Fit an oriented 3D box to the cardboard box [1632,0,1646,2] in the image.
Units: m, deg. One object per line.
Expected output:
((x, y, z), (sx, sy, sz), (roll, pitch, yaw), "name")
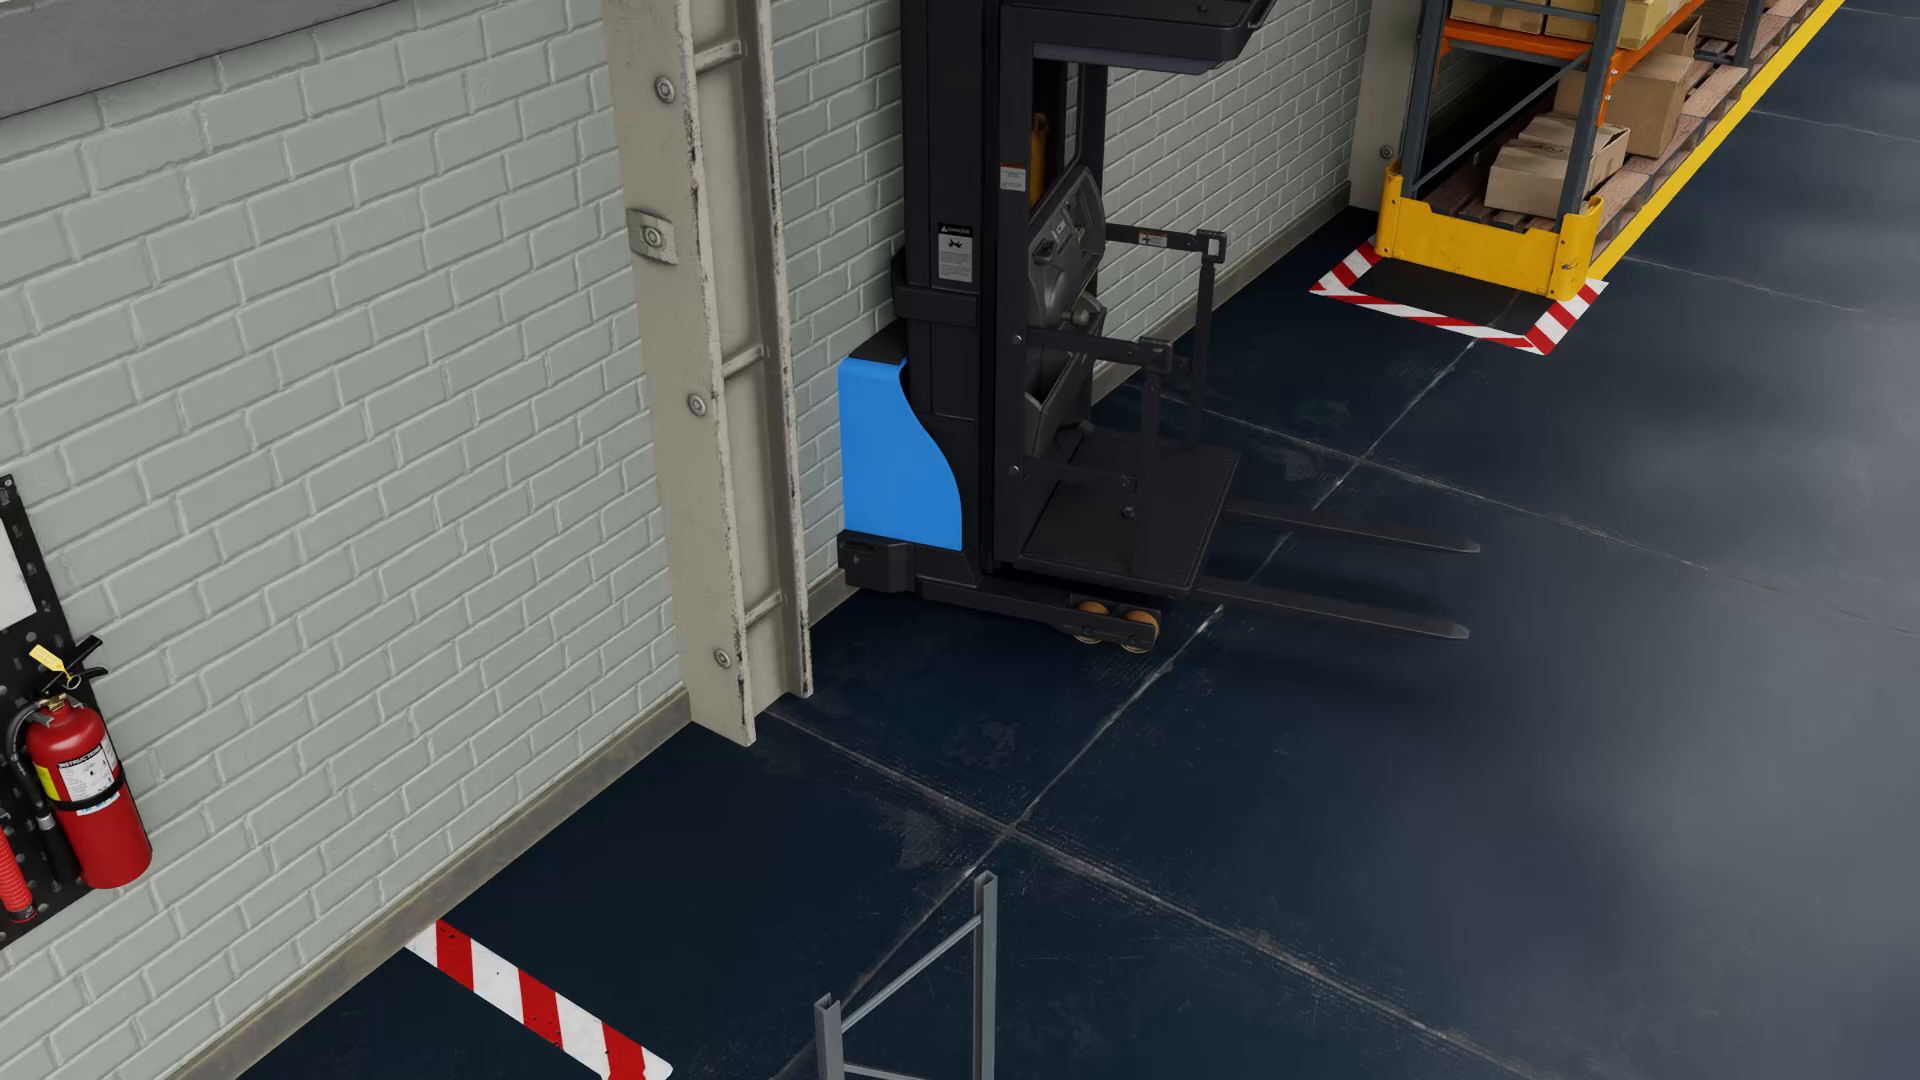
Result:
((3.454, -3.163, 8.696), (0.500, 0.500, 0.500), (21, 39, 28), "cardboard box")

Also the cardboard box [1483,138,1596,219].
((3.404, -2.140, 9.745), (0.500, 0.311, 0.500), (17, 37, 23), "cardboard box")

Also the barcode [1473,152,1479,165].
((3.085, -2.280, 9.944), (0.001, 0.075, 0.075), (21, 39, 28), "barcode")

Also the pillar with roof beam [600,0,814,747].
((2.739, -1.730, 1.775), (9.100, 9.000, 0.400), (21, 39, 28), "pillar with roof beam")

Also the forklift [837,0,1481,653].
((0.595, -1.102, 6.263), (3.031, 2.935, 1.130), (11, 35, 15), "forklift")

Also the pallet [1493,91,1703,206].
((4.167, -2.584, 10.882), (1.003, 0.211, 1.213), (21, 39, 28), "pallet")

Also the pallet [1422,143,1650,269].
((3.471, -2.025, 10.056), (1.003, 0.211, 1.213), (21, 39, 28), "pallet")

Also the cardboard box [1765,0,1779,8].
((6.199, -4.590, 13.198), (0.700, 0.500, 0.500), (22, 40, 29), "cardboard box")

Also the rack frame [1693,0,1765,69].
((5.216, -4.623, 11.409), (1.000, 3.000, 0.127), (21, 39, 28), "rack frame")

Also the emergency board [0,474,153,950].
((-2.238, 0.506, 3.825), (0.194, 1.169, 0.643), (21, 39, 28), "emergency board")

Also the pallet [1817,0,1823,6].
((7.050, -4.950, 14.381), (1.003, 0.211, 1.213), (21, 39, 28), "pallet")

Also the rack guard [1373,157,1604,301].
((2.978, -1.782, 9.439), (1.175, 0.500, 0.348), (21, 39, 28), "rack guard")

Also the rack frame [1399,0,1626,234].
((2.935, -2.782, 8.687), (1.000, 3.000, 0.127), (21, 39, 28), "rack frame")

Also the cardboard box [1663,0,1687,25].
((3.759, -3.095, 9.265), (0.500, 0.250, 0.500), (20, 39, 27), "cardboard box")

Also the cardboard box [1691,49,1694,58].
((4.935, -3.376, 11.701), (0.380, 0.166, 0.250), (16, 37, 22), "cardboard box")

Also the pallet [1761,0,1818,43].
((6.354, -4.391, 13.554), (1.003, 0.211, 1.213), (21, 39, 28), "pallet")

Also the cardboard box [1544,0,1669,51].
((3.474, -2.852, 8.905), (0.500, 0.250, 0.500), (20, 39, 27), "cardboard box")

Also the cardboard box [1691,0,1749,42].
((5.622, -4.114, 12.494), (0.700, 0.500, 0.500), (23, 40, 30), "cardboard box")

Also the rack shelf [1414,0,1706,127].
((4.075, -3.405, 10.249), (1.077, 0.370, 4.000), (21, 39, 28), "rack shelf")

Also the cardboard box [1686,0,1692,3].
((4.054, -3.328, 9.609), (0.500, 0.250, 0.500), (21, 39, 27), "cardboard box")

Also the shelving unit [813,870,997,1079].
((0.260, 1.622, 3.513), (1.083, 1.500, 0.587), (28, 43, 35), "shelving unit")

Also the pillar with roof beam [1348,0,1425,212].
((6.160, -4.491, 5.858), (9.100, 9.000, 0.400), (21, 39, 28), "pillar with roof beam")

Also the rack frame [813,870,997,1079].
((-0.103, 1.430, 3.797), (0.032, 1.500, 0.500), (28, 43, 35), "rack frame")

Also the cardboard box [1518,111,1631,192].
((3.729, -2.403, 10.133), (0.500, 0.311, 0.500), (25, 41, 32), "cardboard box")

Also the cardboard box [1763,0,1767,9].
((5.875, -4.368, 12.870), (0.700, 0.500, 0.500), (20, 39, 27), "cardboard box")

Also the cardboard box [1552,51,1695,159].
((4.188, -2.803, 10.555), (0.700, 0.500, 0.500), (19, 38, 25), "cardboard box")

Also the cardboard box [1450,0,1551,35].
((3.042, -3.005, 9.133), (0.500, 0.250, 0.500), (22, 40, 29), "cardboard box")

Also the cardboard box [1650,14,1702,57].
((4.657, -3.279, 11.260), (0.500, 0.500, 0.500), (18, 38, 25), "cardboard box")

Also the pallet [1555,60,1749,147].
((4.862, -3.148, 11.716), (1.003, 0.211, 1.213), (21, 39, 28), "pallet")

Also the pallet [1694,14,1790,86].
((5.659, -3.827, 12.720), (1.003, 0.211, 1.213), (21, 39, 28), "pallet")
